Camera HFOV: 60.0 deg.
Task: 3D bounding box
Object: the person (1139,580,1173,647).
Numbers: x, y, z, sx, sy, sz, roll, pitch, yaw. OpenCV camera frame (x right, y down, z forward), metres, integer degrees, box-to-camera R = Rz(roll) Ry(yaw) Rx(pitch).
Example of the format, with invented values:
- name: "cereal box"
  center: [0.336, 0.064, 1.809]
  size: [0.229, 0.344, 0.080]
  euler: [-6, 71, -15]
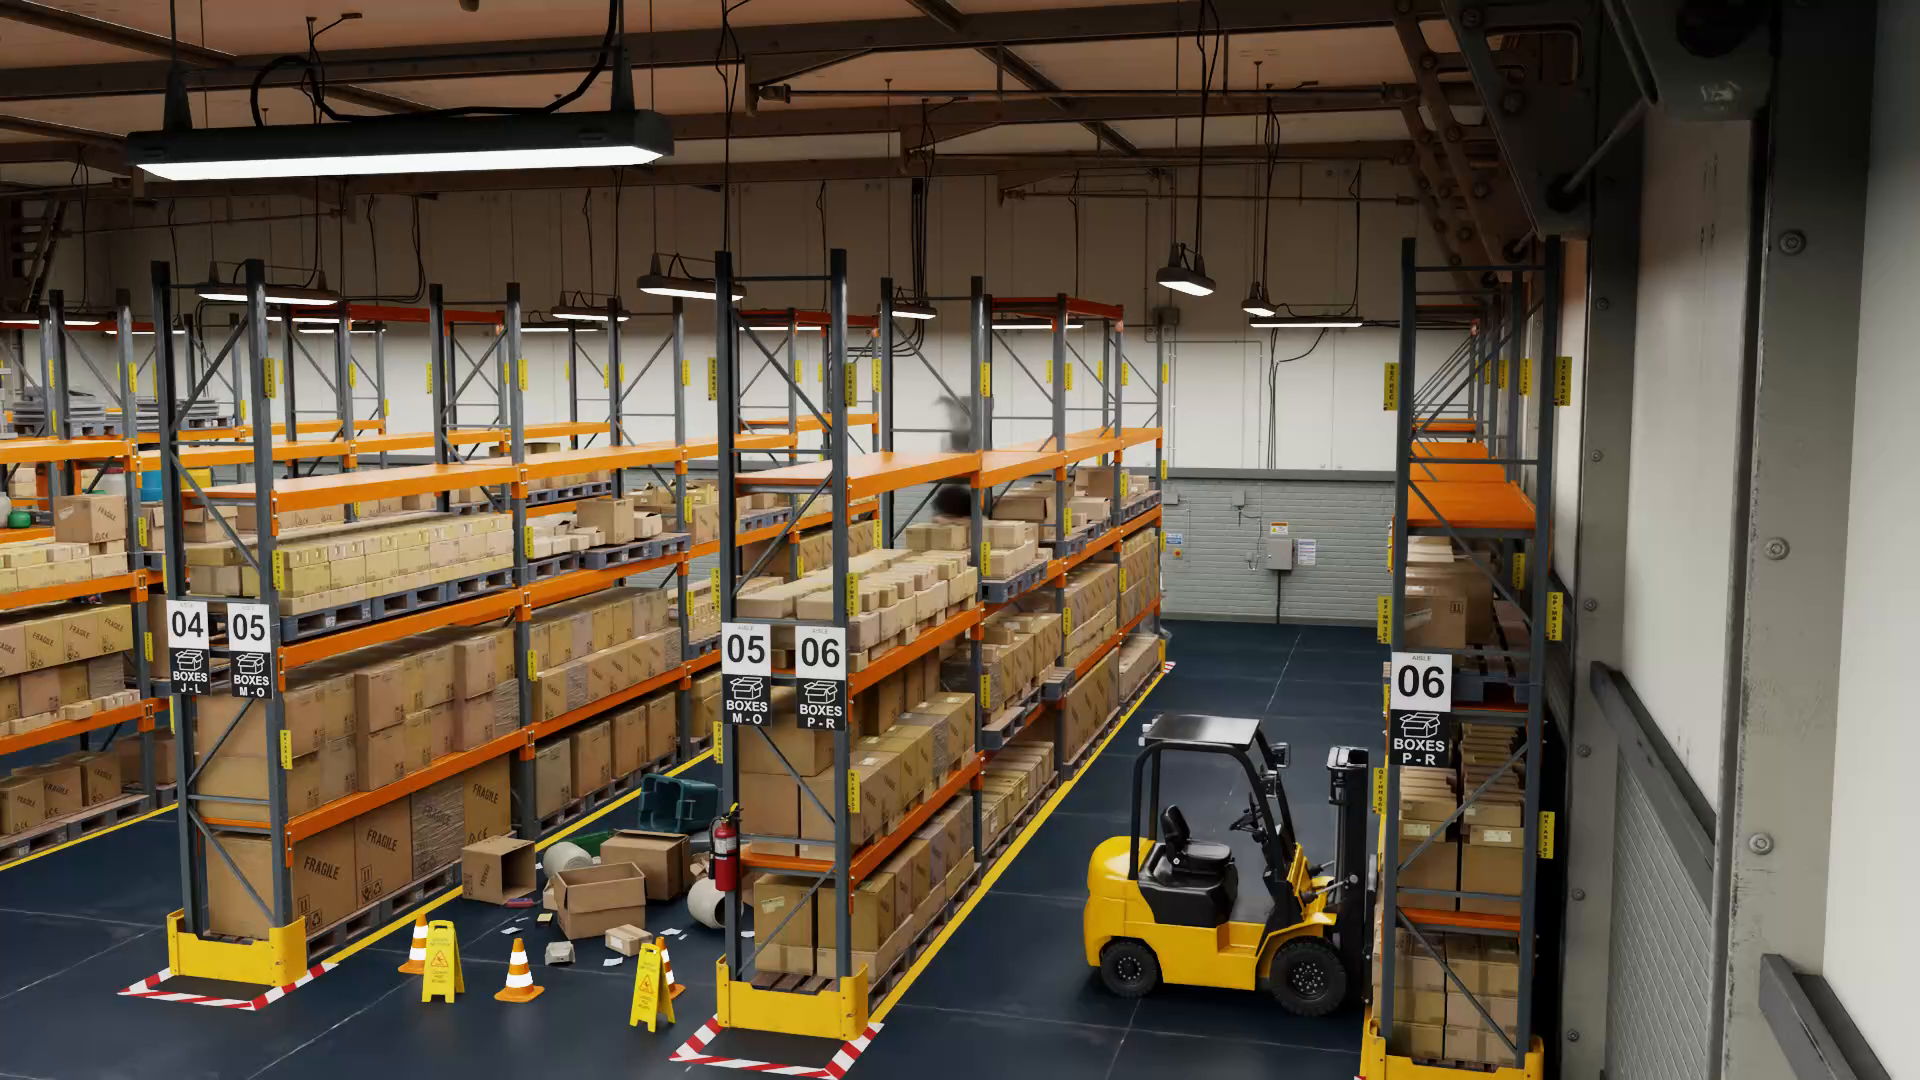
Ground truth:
- name: "person"
  center: [3.463, 1.178, 29.599]
  size: [0.687, 1.726, 0.699]
  euler: [1, 6, 7]
